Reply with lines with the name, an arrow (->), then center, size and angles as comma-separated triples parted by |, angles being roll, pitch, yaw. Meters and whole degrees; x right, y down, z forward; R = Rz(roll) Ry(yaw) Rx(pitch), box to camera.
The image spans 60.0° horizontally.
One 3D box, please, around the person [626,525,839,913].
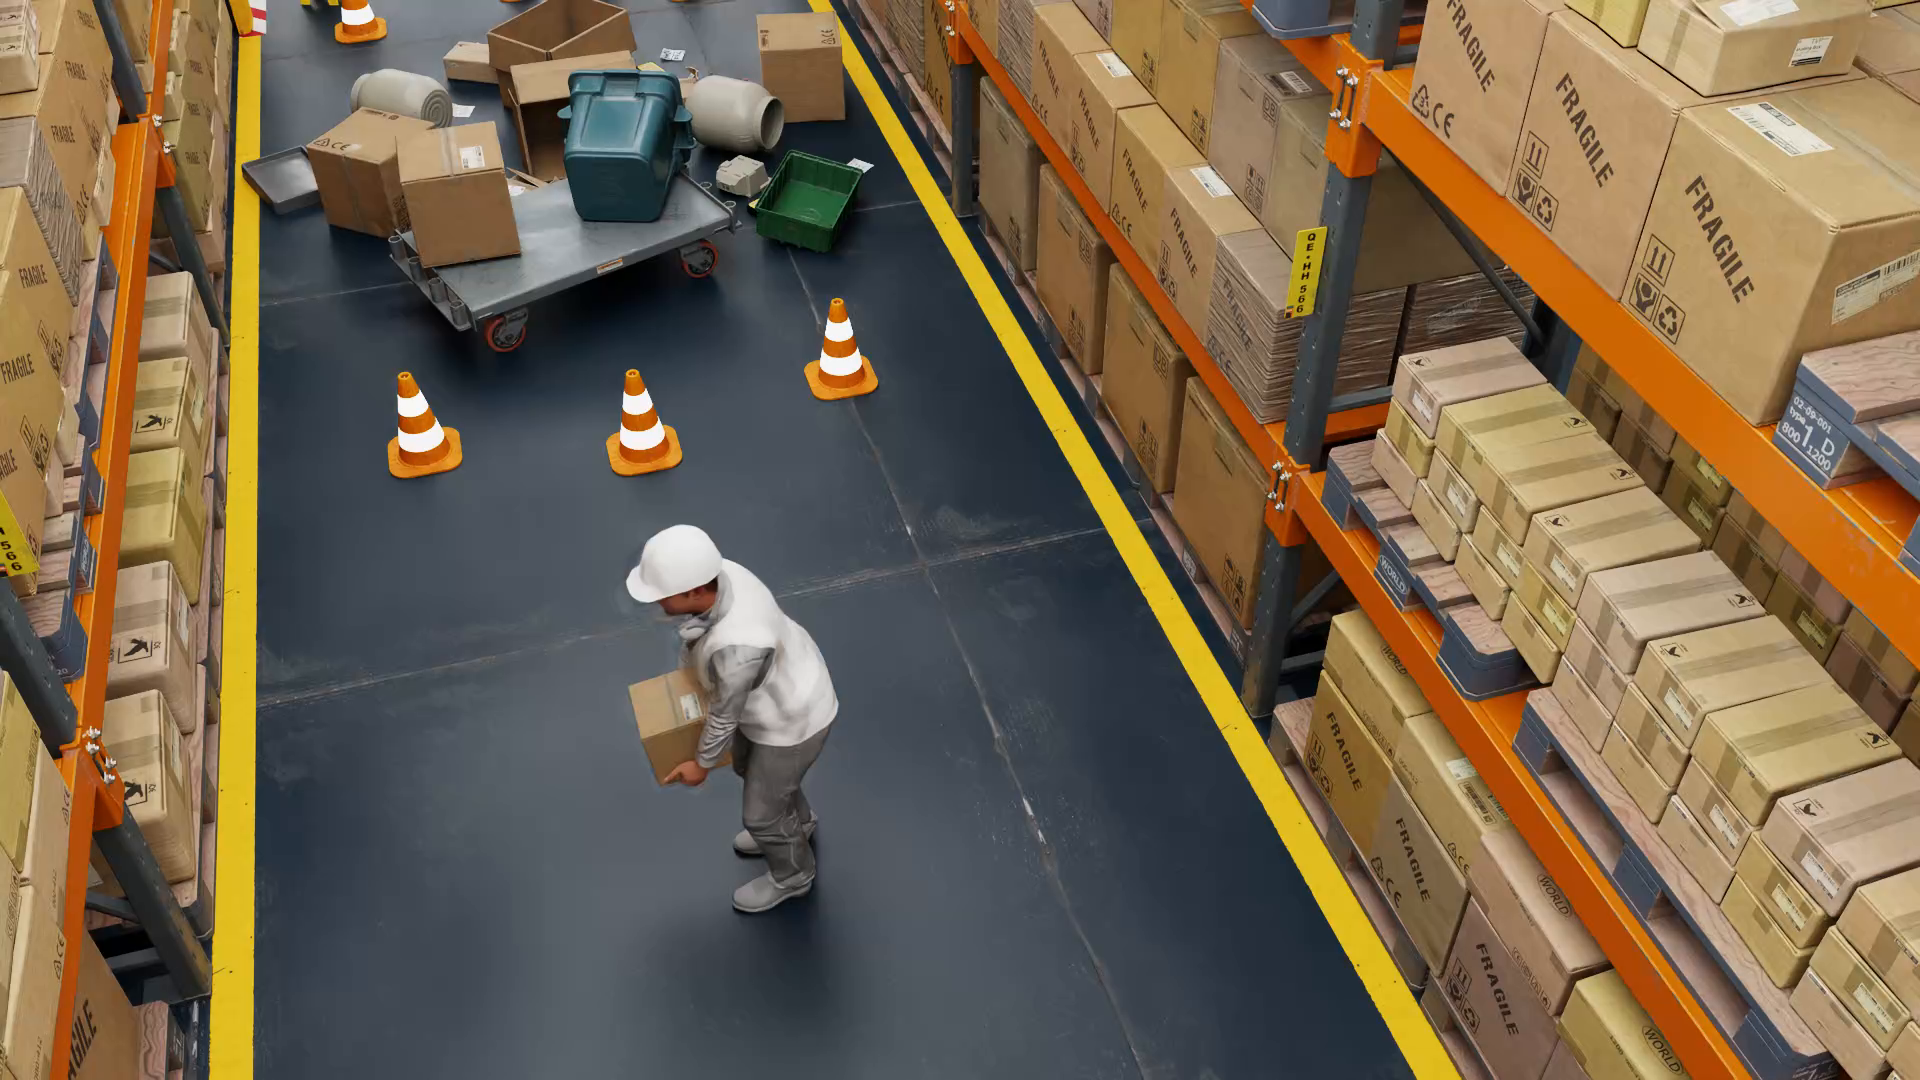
person -> -0.714, 0.590, 5.526 | 0.604, 1.724, 0.480 | -13, 43, -14
